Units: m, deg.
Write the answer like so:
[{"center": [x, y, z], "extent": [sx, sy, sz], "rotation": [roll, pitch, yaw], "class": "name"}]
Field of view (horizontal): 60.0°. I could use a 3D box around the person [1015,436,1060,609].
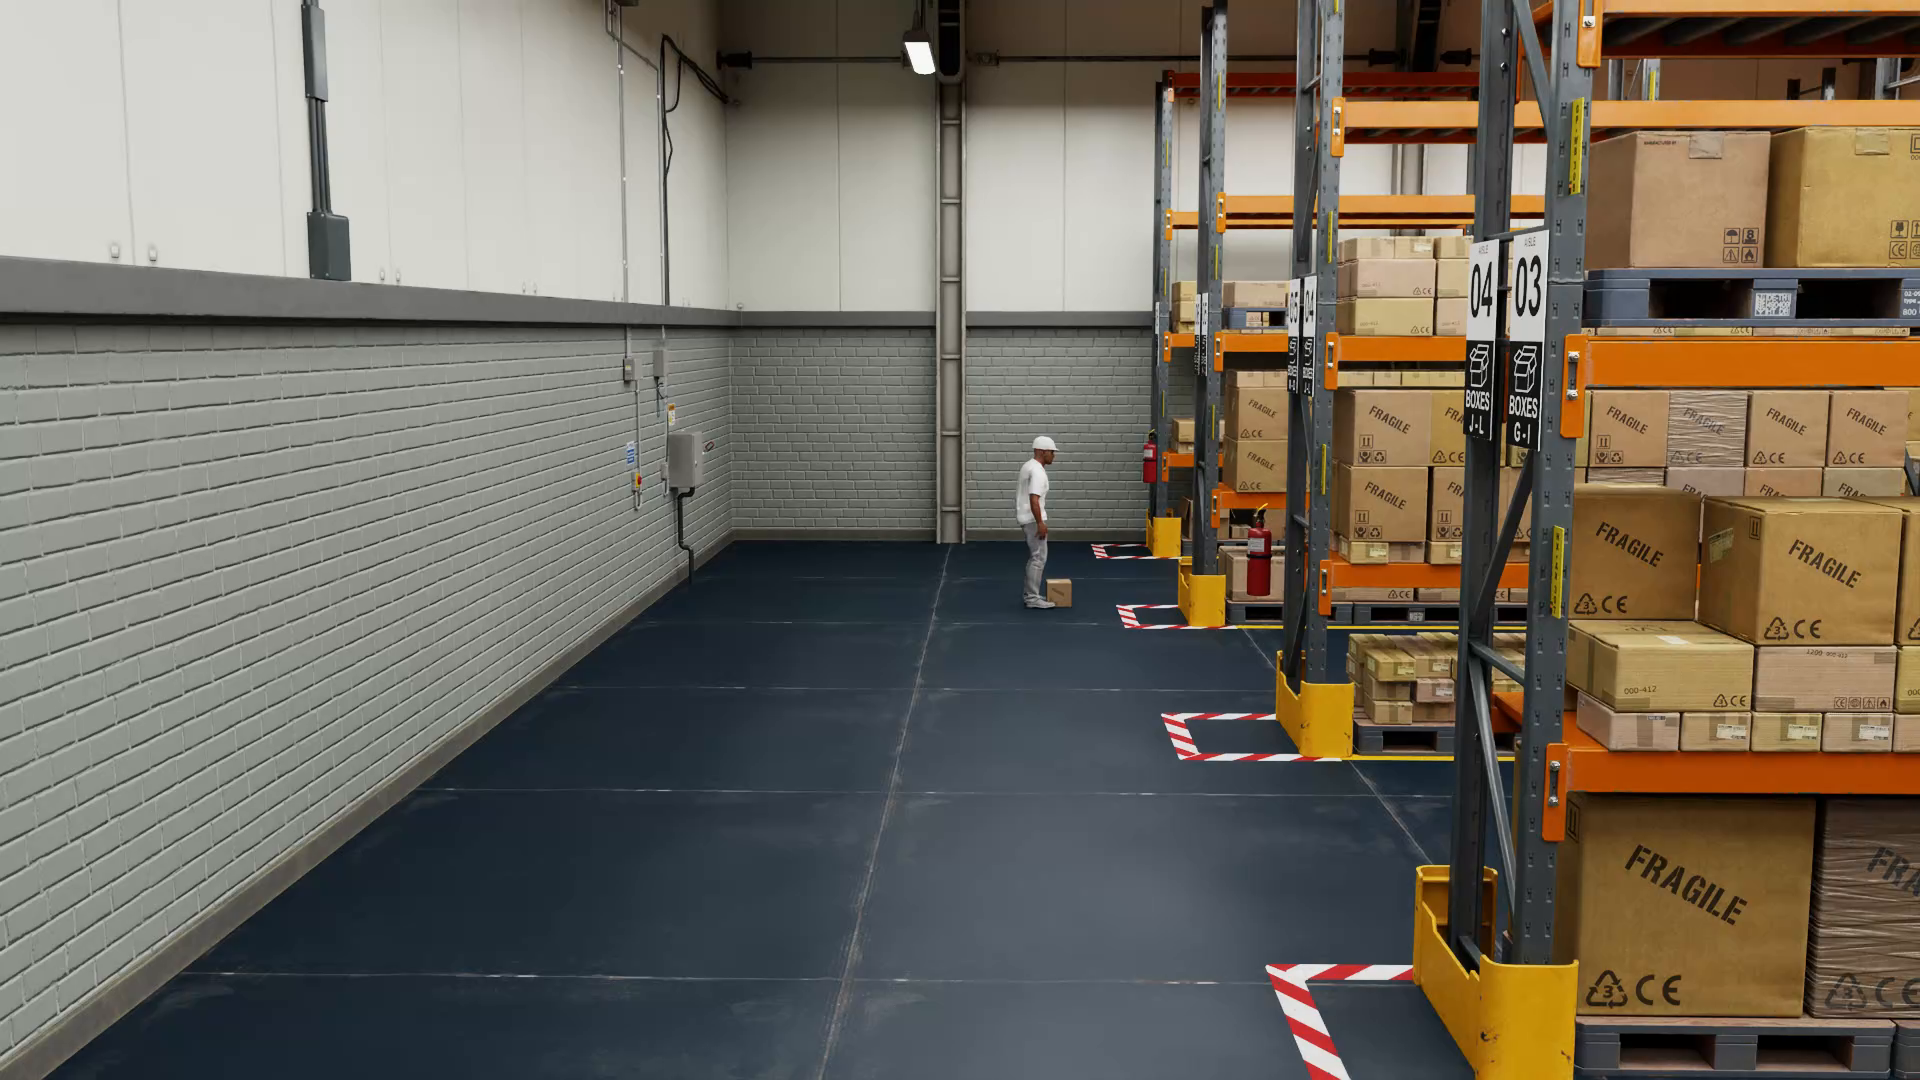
[{"center": [0.801, -0.194, 17.247], "extent": [0.462, 1.759, 0.632], "rotation": [0, 7, -2], "class": "person"}]
